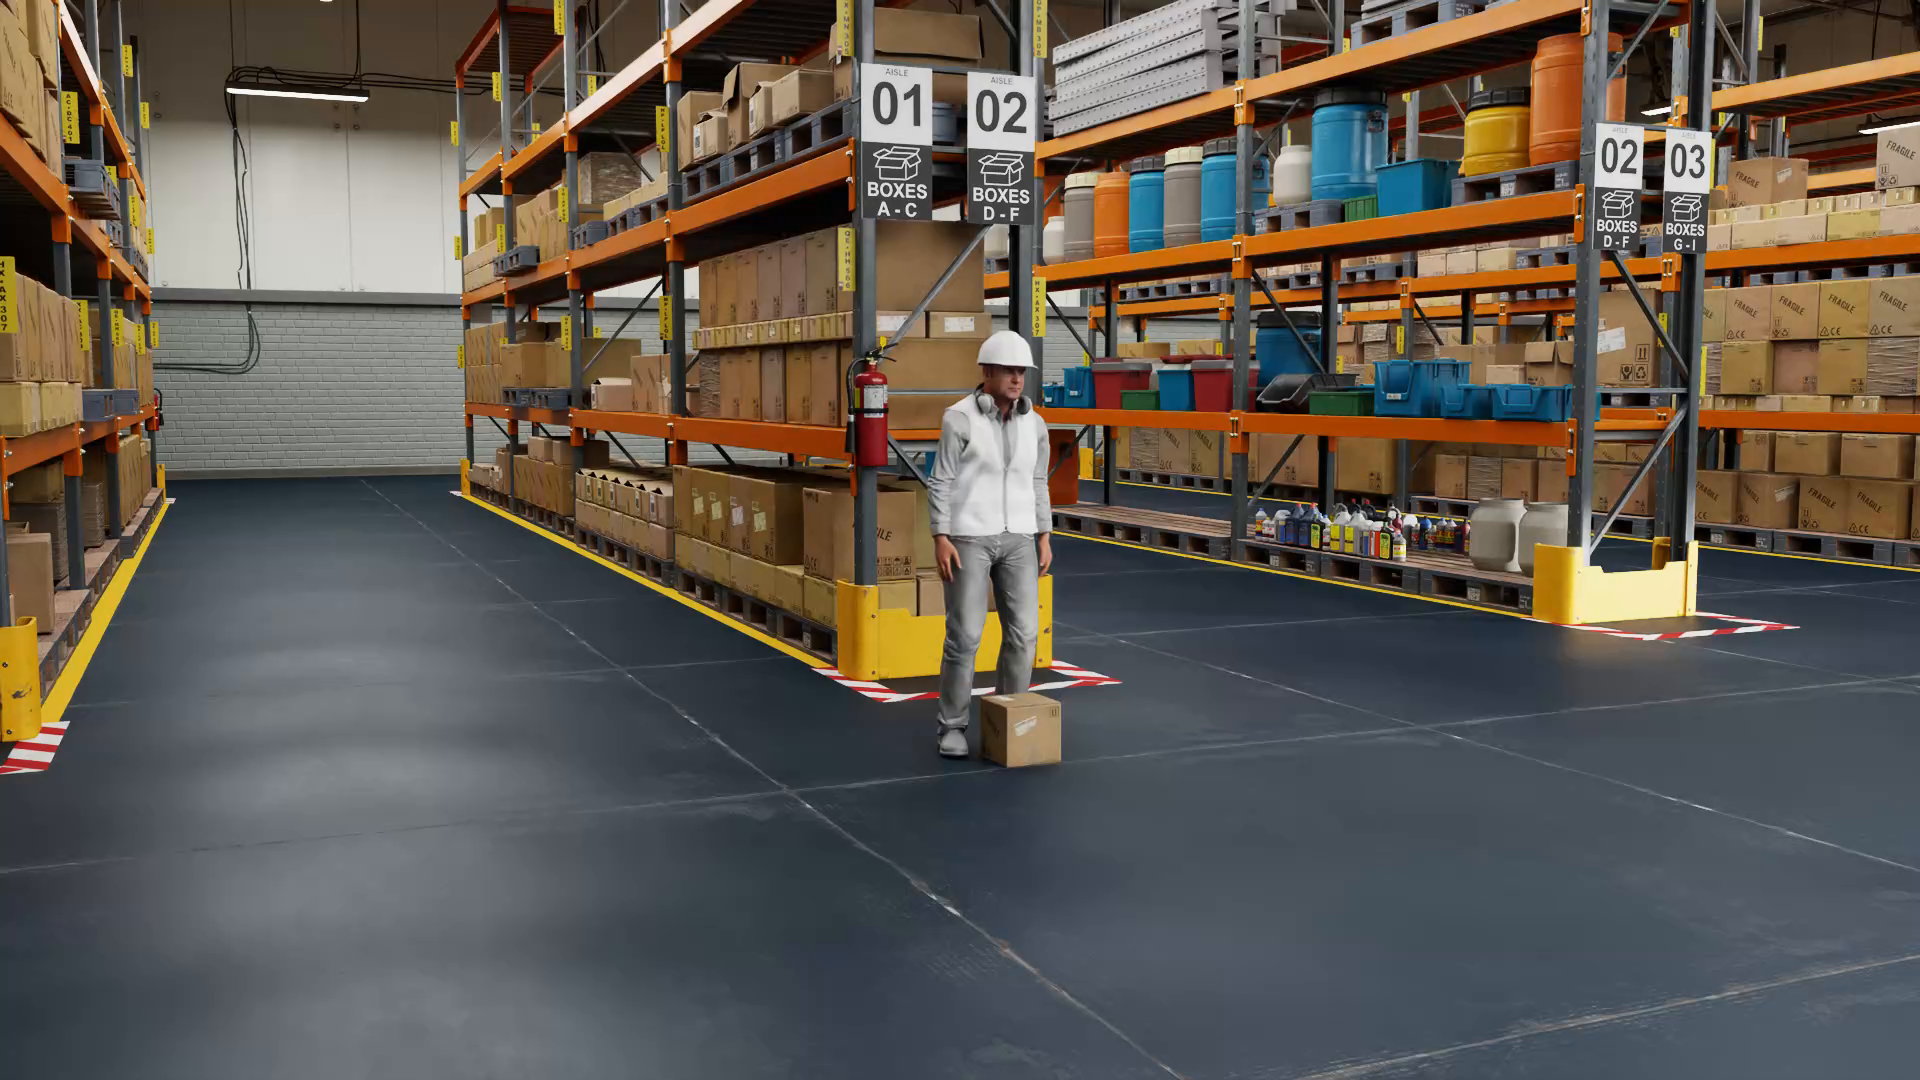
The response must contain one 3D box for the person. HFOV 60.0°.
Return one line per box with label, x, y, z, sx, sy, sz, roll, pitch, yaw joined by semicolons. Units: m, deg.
person;0.142;0.006;7.052;0.583;1.770;0.476;-3;6;-27
